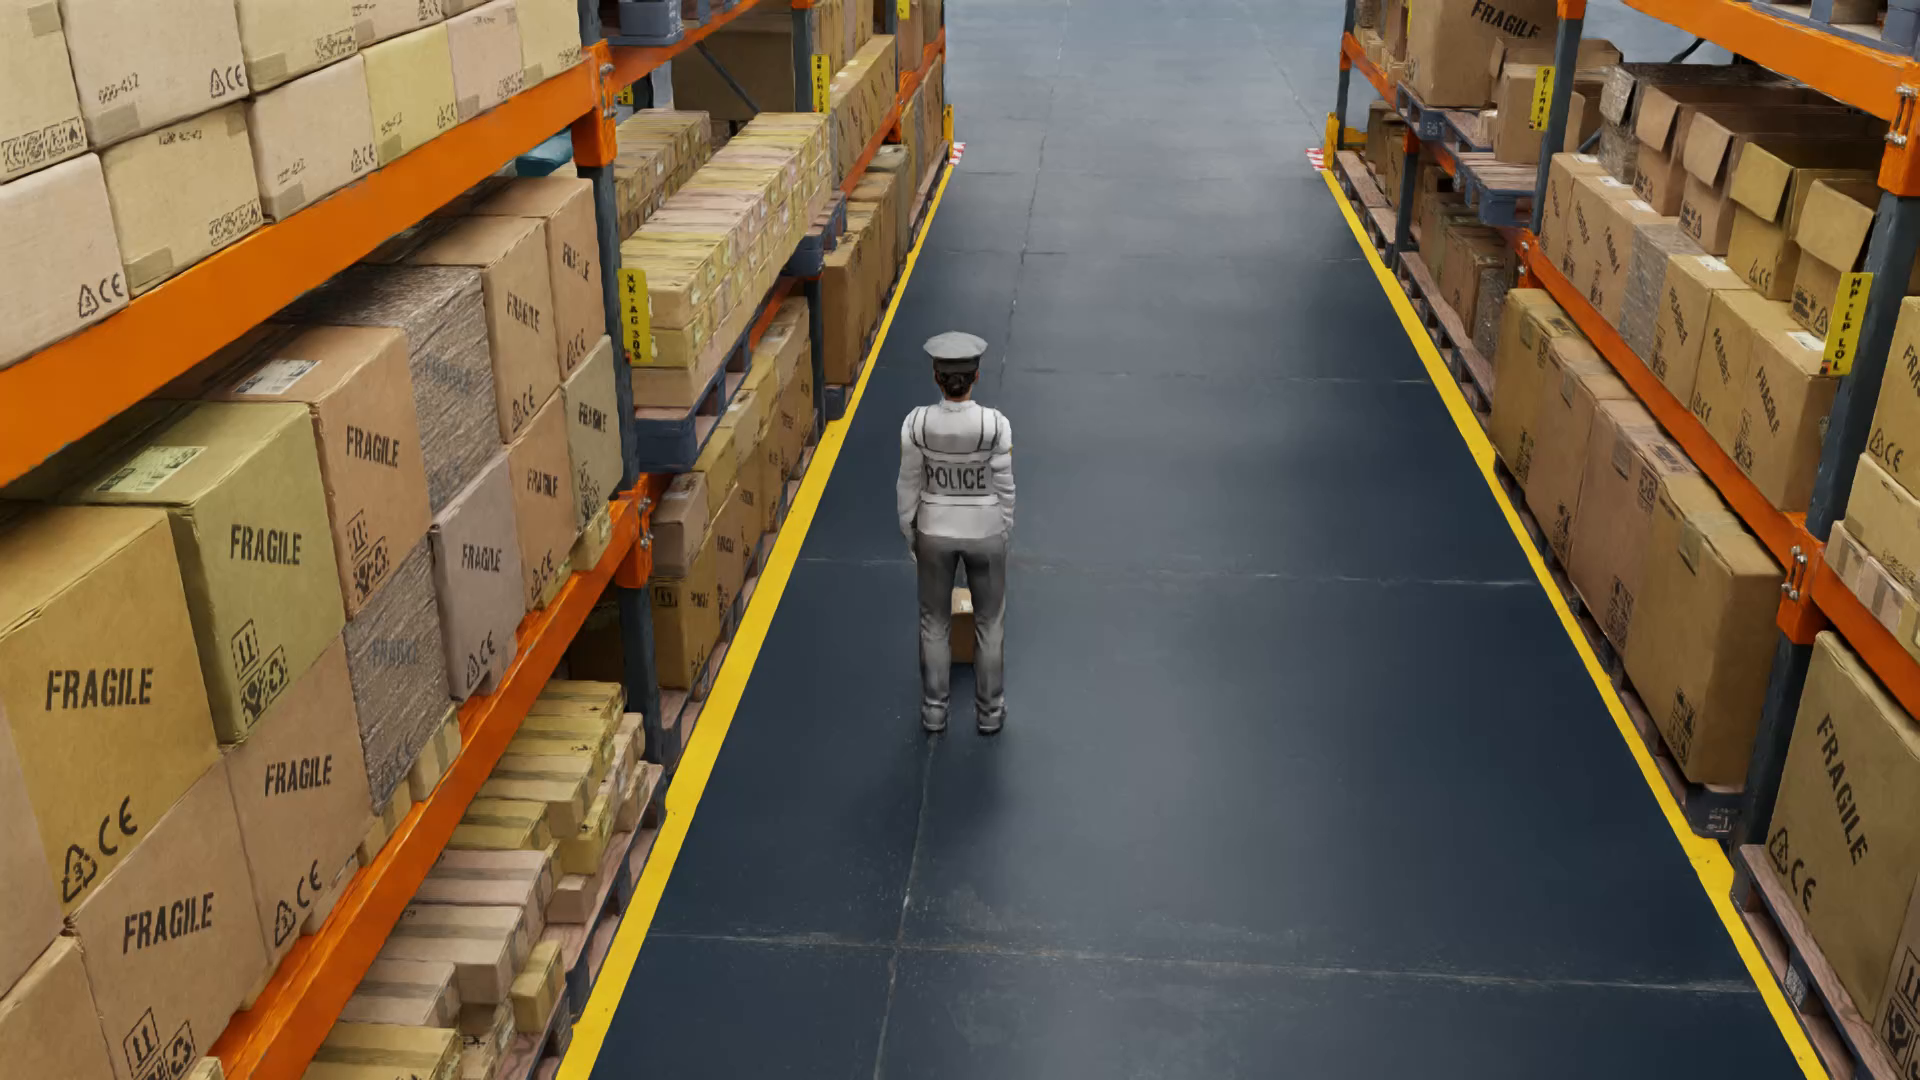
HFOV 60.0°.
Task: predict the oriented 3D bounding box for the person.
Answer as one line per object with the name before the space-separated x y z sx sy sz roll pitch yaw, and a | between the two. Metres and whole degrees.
person | -0.014 -0.012 6.638 0.469 1.663 0.328 2 25 5
